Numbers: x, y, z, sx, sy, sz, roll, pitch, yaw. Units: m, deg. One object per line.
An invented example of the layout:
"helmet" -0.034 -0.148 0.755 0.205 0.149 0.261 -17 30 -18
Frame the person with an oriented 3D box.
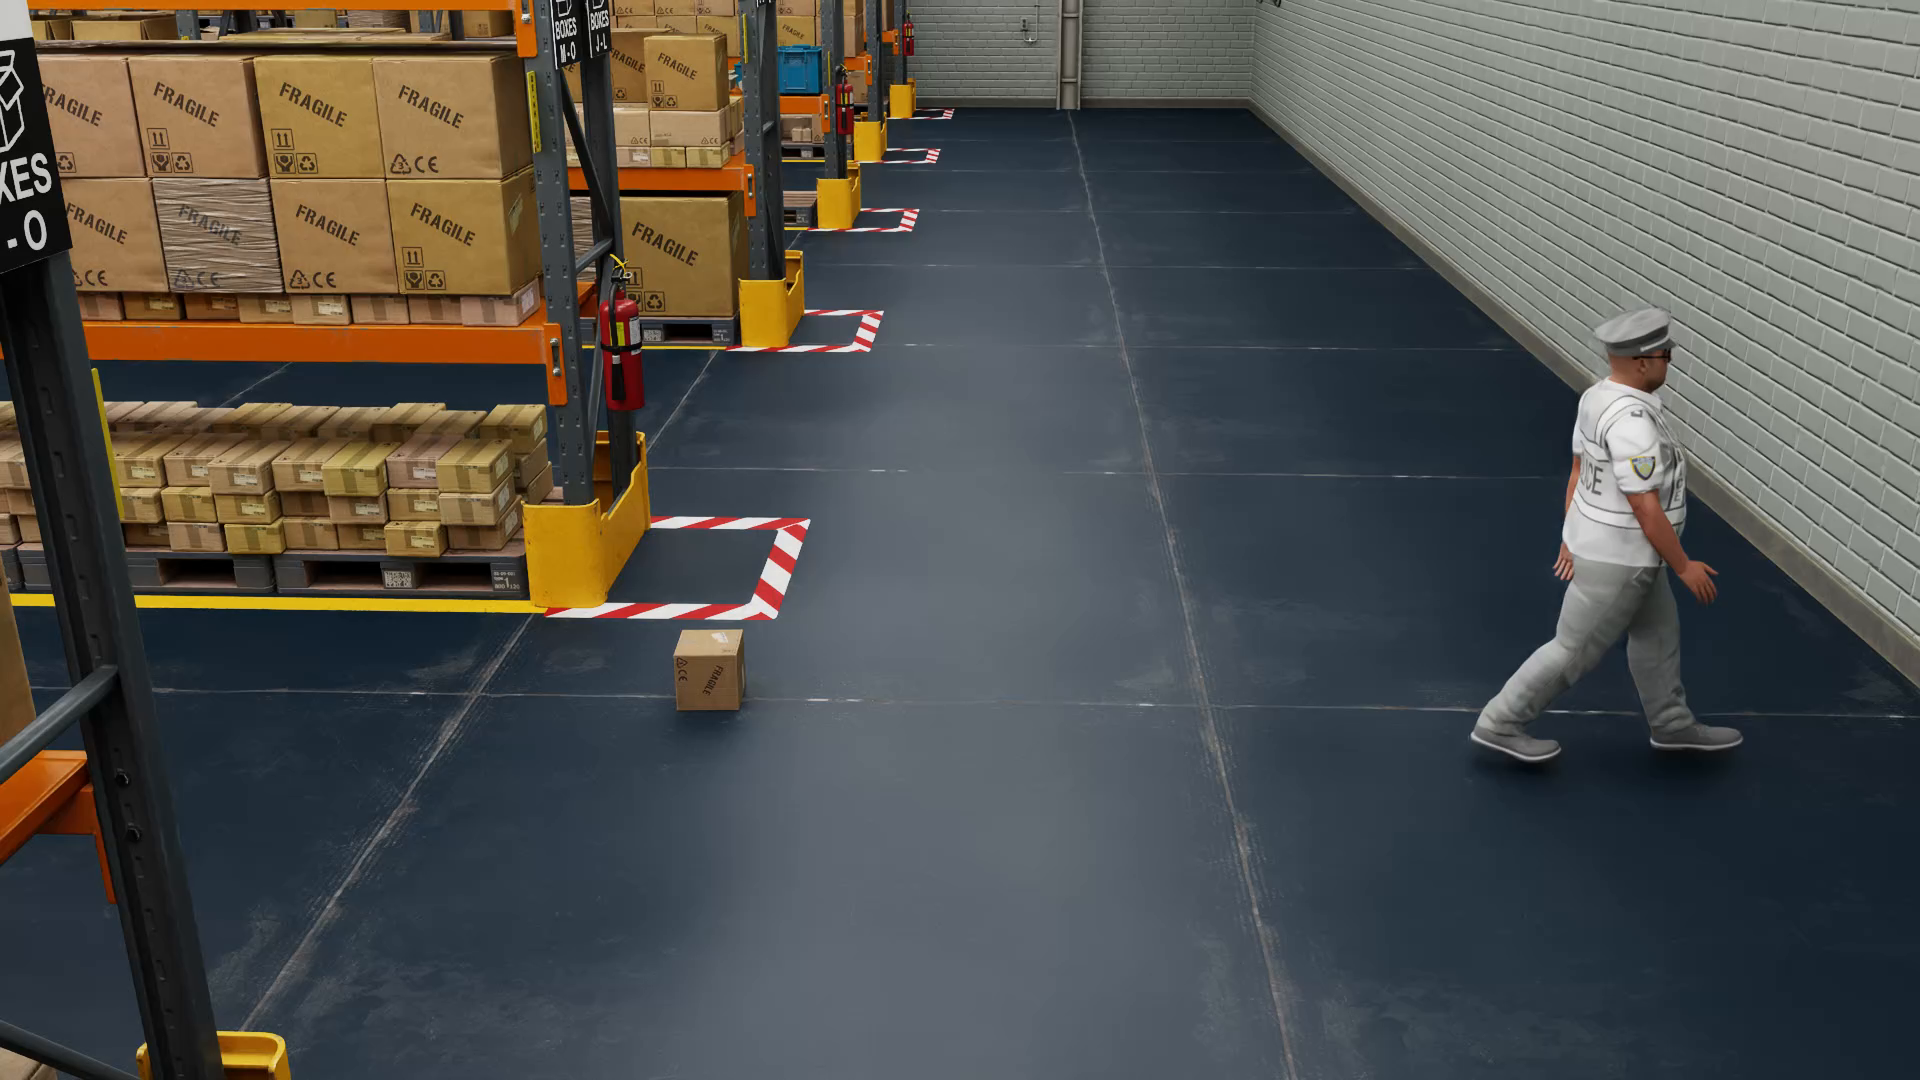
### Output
"person" 2.440 0.021 5.975 1.013 1.717 0.548 4 21 10
